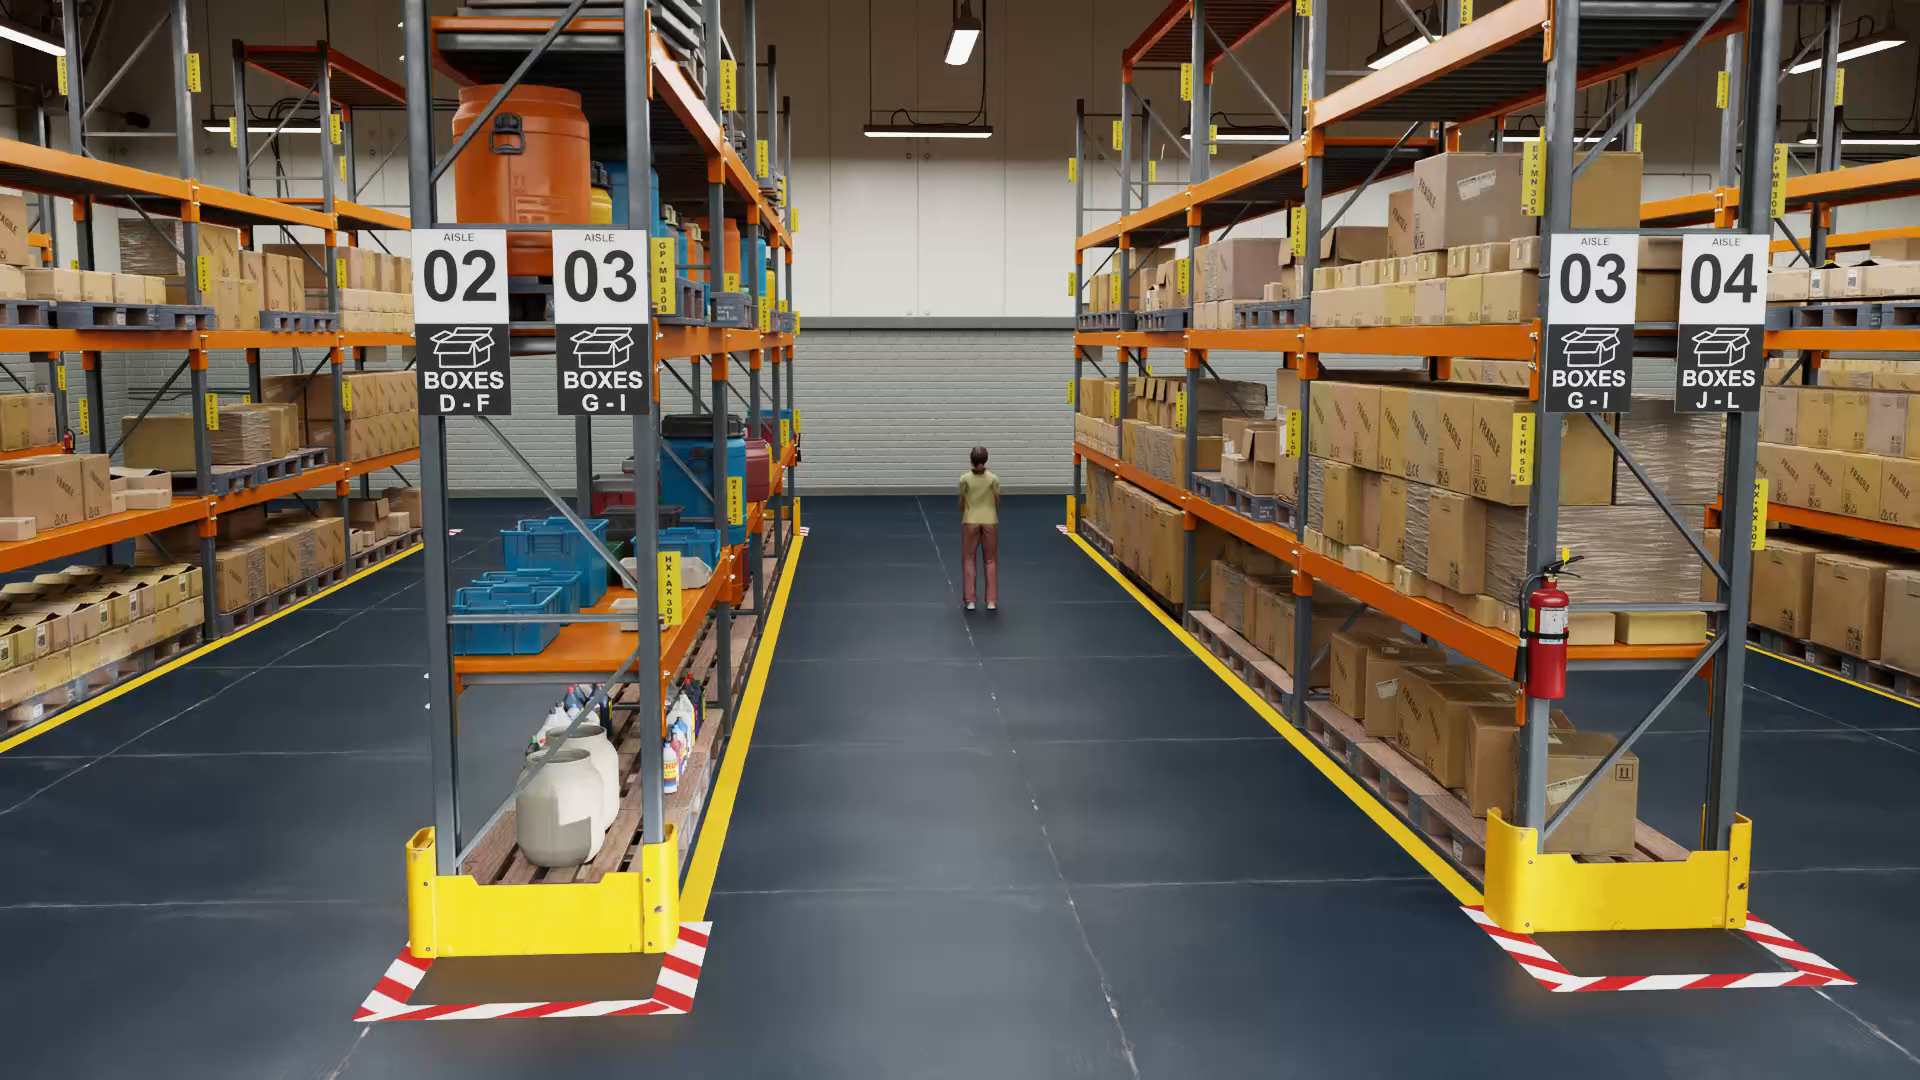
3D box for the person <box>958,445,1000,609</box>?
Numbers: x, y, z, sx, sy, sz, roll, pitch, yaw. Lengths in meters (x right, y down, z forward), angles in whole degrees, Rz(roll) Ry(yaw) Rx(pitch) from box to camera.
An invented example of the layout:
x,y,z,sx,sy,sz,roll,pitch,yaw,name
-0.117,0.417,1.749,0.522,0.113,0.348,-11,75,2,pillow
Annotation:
x,y,z,sx,sy,sz,roll,pitch,yaw,name
0.189,-0.138,16.926,0.431,1.664,0.550,0,7,-4,person
